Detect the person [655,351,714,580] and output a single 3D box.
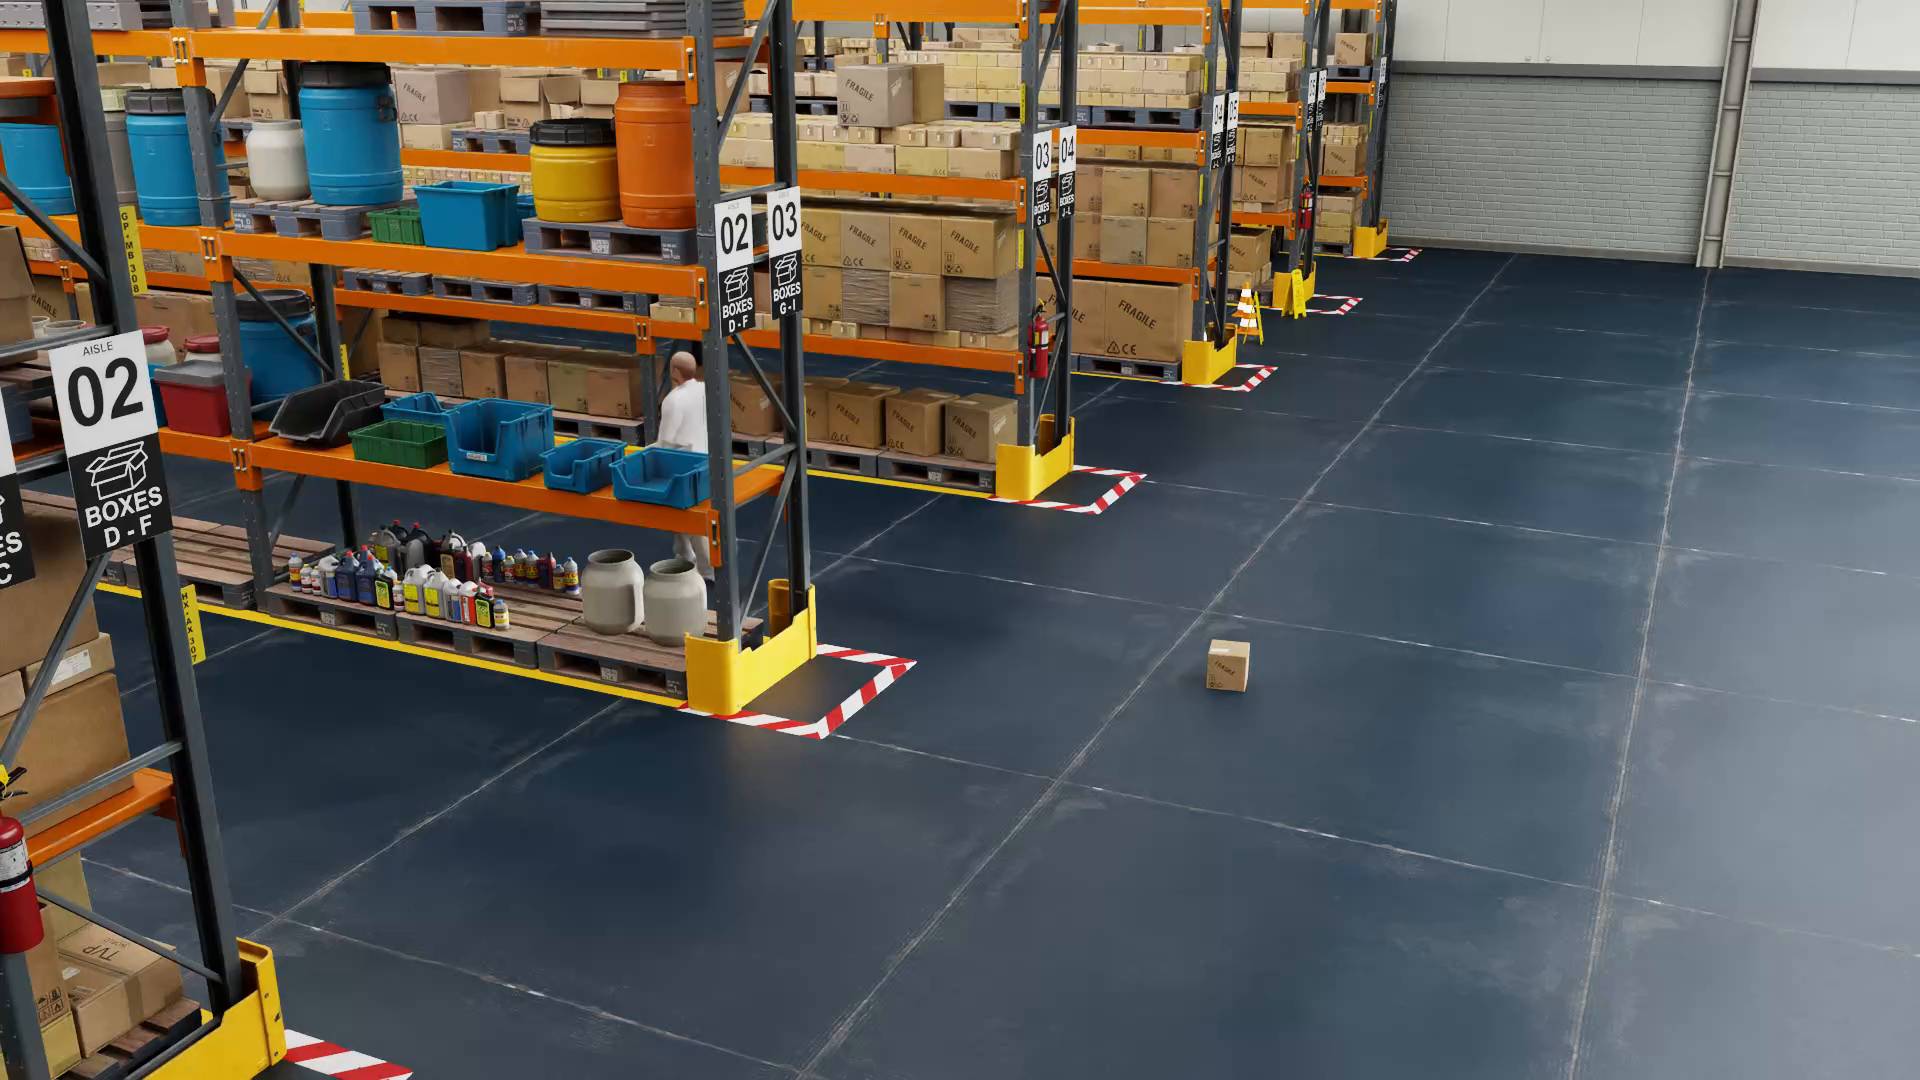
[{"bbox_3d":[-2.105,-0.533,12.718,0.664,1.855,0.586,8,20,22],"label":"person"}]
